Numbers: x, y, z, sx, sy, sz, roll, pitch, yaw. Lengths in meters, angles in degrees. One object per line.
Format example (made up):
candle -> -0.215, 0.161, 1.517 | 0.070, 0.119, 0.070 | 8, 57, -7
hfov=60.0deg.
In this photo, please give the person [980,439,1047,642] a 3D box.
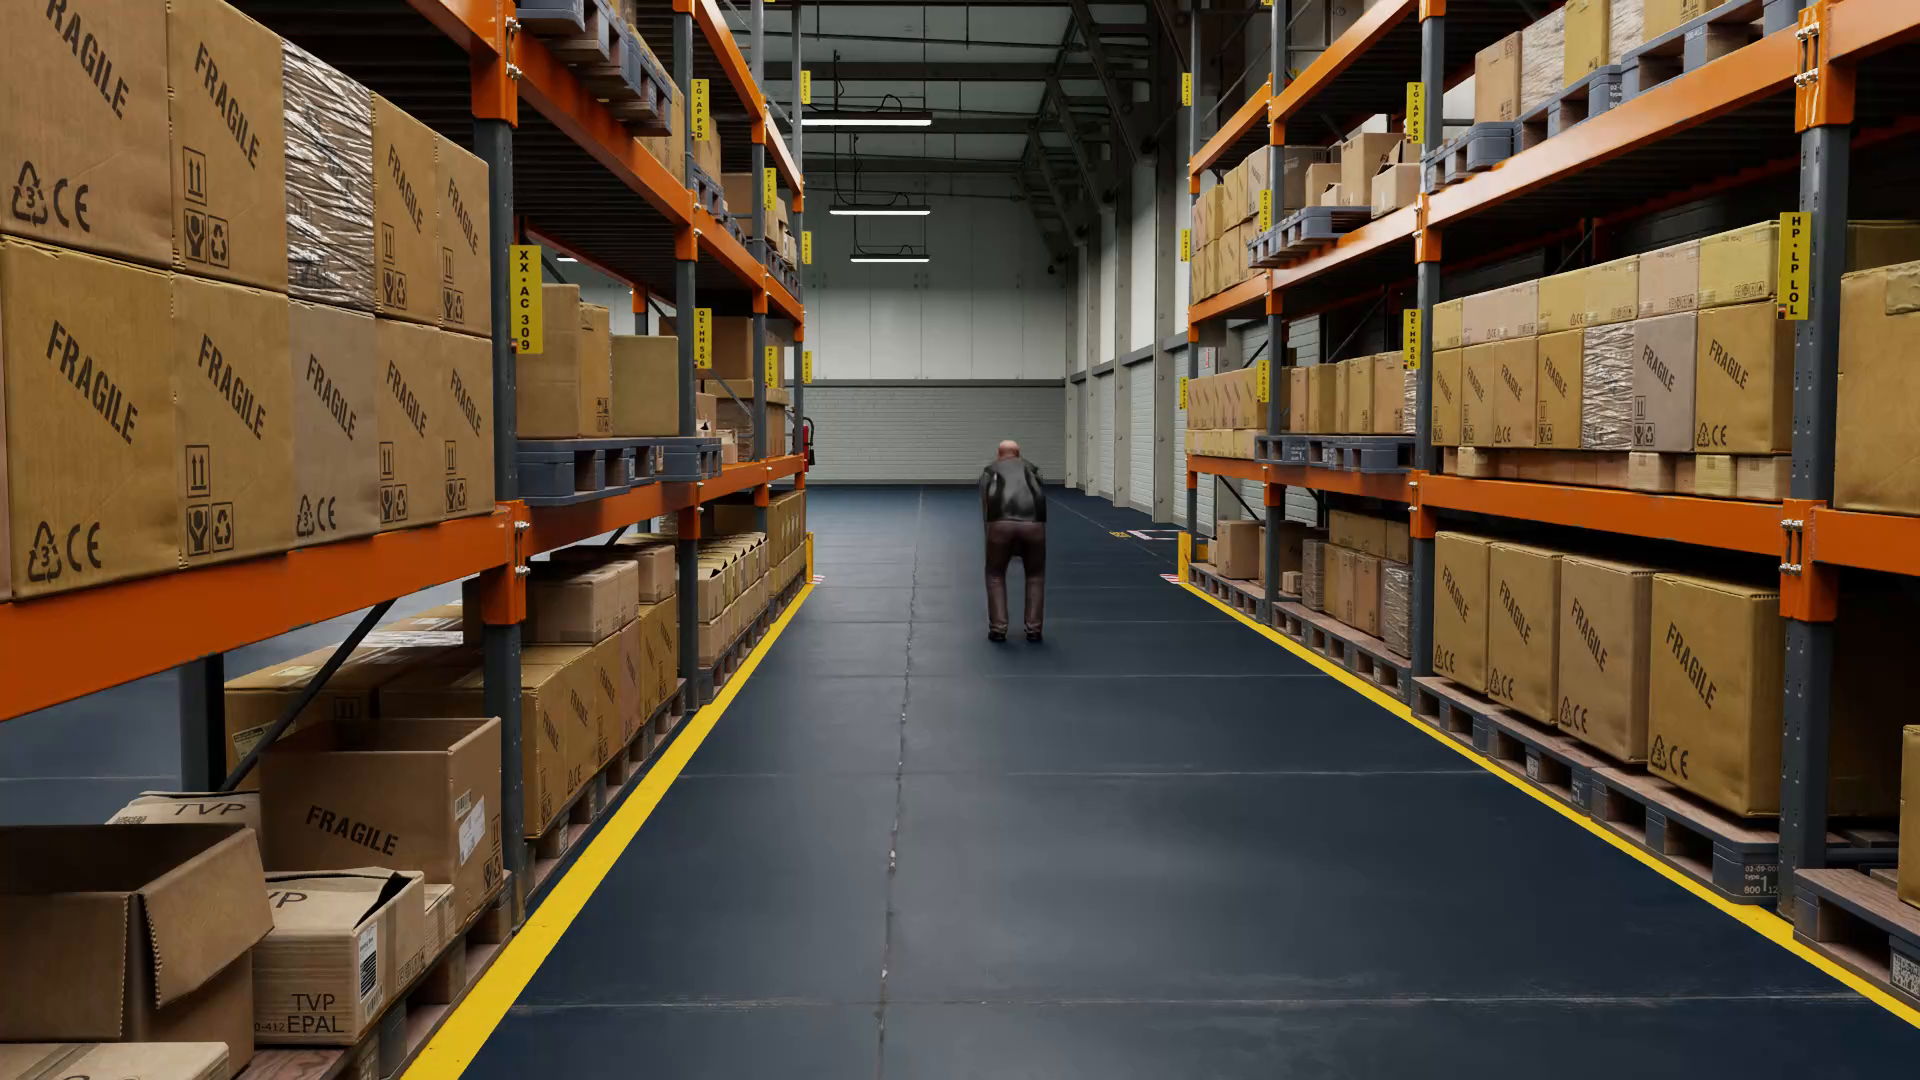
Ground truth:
person -> 0.391, -0.004, 12.416 | 0.473, 1.476, 0.796 | 0, 4, -3
